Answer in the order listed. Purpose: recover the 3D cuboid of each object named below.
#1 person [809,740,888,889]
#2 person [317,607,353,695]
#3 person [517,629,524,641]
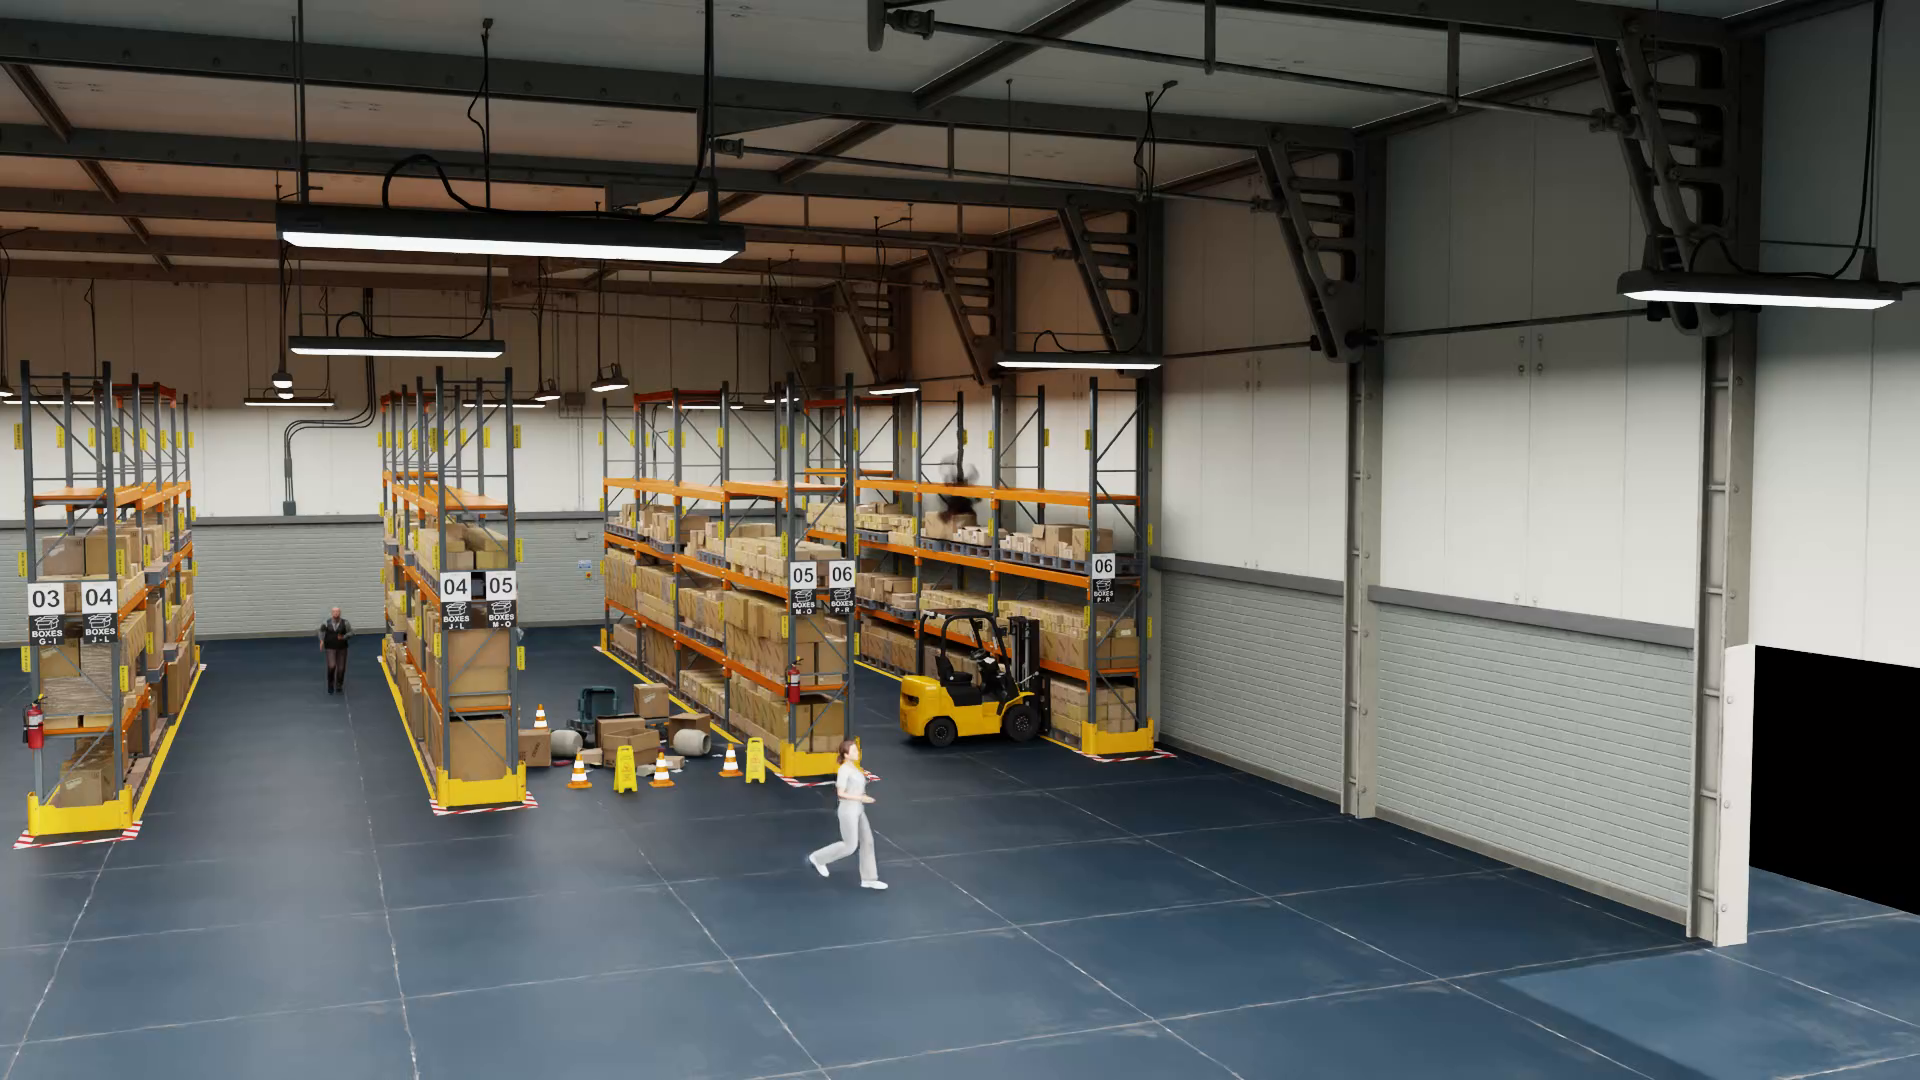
[{"bbox_3d":[-1.234,3.051,18.542,0.903,1.653,0.567,1,4,15],"label":"person"},{"bbox_3d":[-12.282,2.178,32.724,0.630,1.726,0.703,-2,4,-25],"label":"person"},{"bbox_3d":[-10.803,1.830,39.996,0.609,1.575,0.555,-1,4,-14],"label":"person"}]
